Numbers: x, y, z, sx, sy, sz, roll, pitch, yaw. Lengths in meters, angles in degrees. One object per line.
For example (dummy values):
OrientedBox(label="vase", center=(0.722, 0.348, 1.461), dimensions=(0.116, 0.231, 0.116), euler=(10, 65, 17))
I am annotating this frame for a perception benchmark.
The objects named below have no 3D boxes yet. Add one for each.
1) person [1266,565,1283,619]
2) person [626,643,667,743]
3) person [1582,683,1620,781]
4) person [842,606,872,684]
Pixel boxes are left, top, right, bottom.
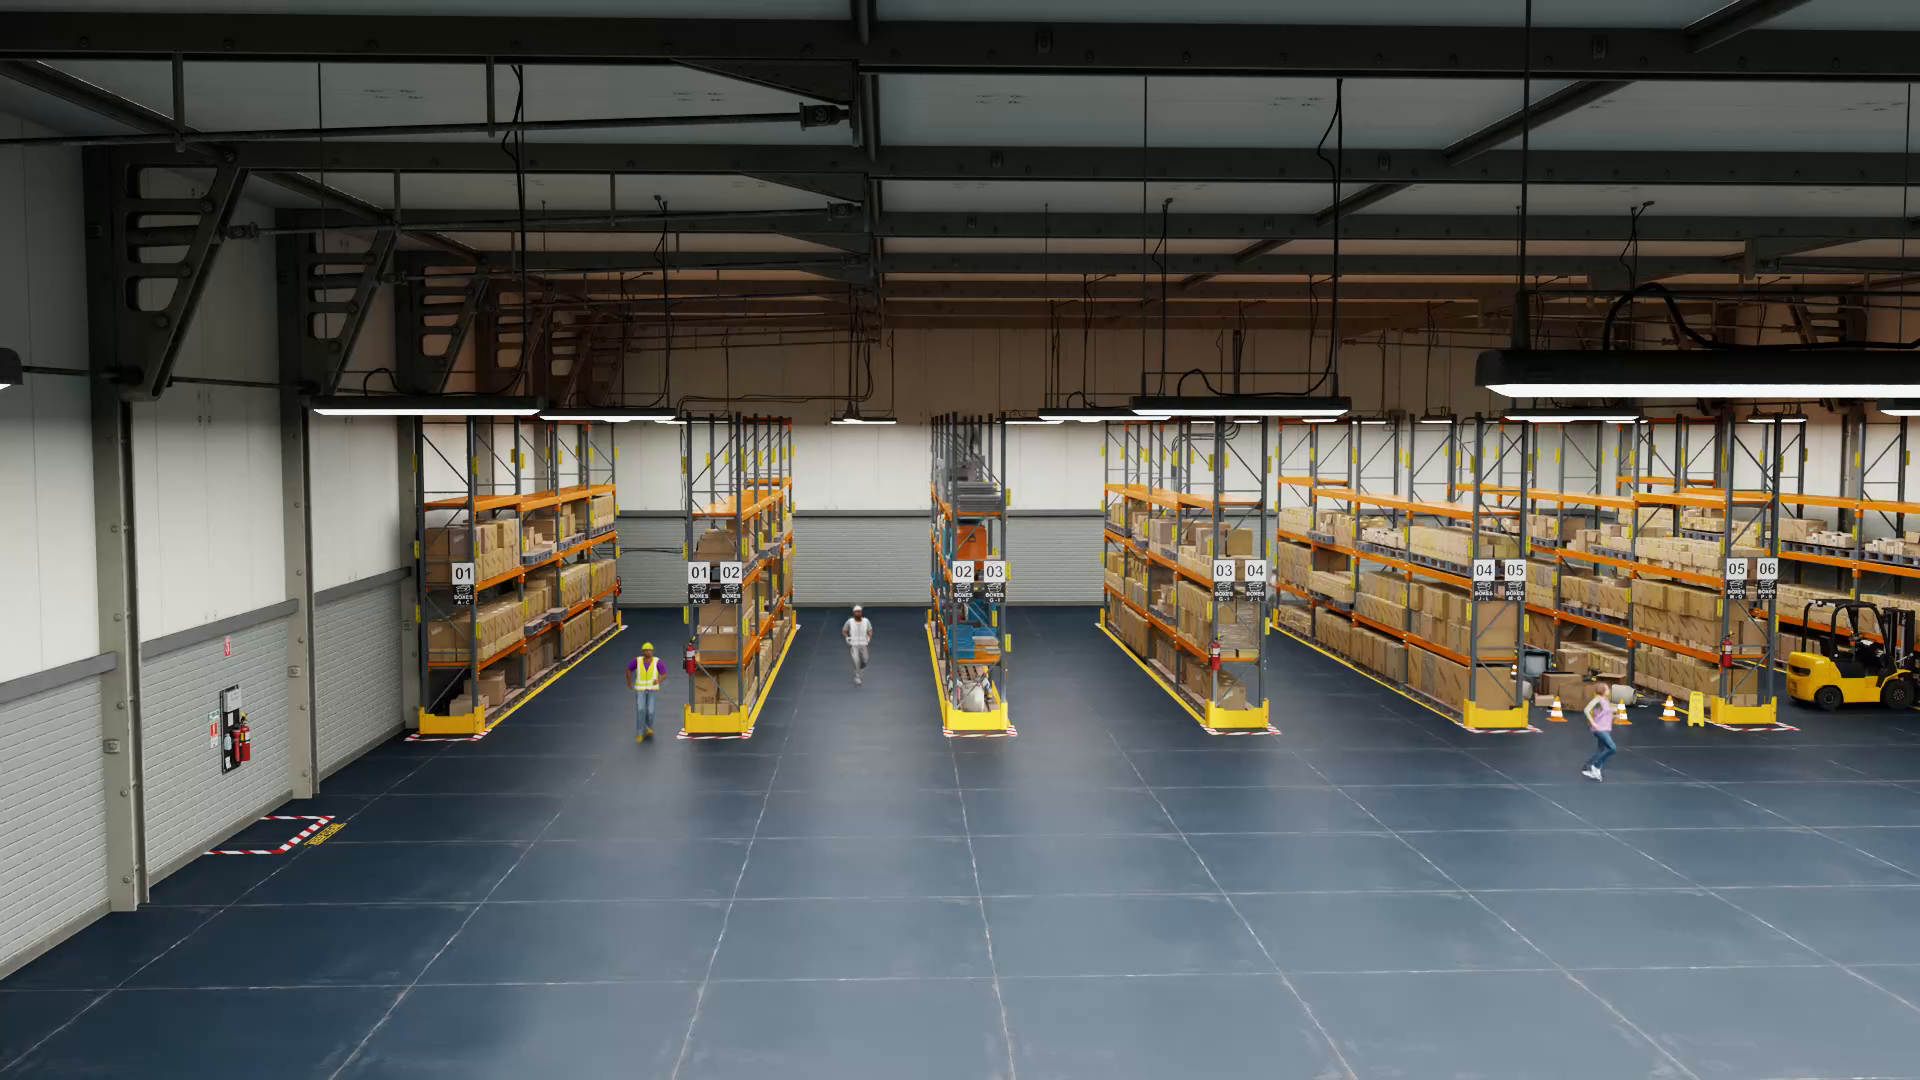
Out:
OrientedBox(label="person", center=(9.353, 1.544, 48.996), dimensions=(0.670, 1.717, 0.820), euler=(0, 4, -3))
OrientedBox(label="person", center=(-5.733, 2.788, 30.464), dimensions=(0.739, 1.807, 0.780), euler=(-1, 4, -10))
OrientedBox(label="person", center=(10.379, 3.092, 26.904), dimensions=(0.557, 1.577, 0.593), euler=(3, 5, 41))
OrientedBox(label="person", center=(-2.284, 2.333, 37.079), dimensions=(0.685, 1.735, 0.667), euler=(-1, 4, -13))
